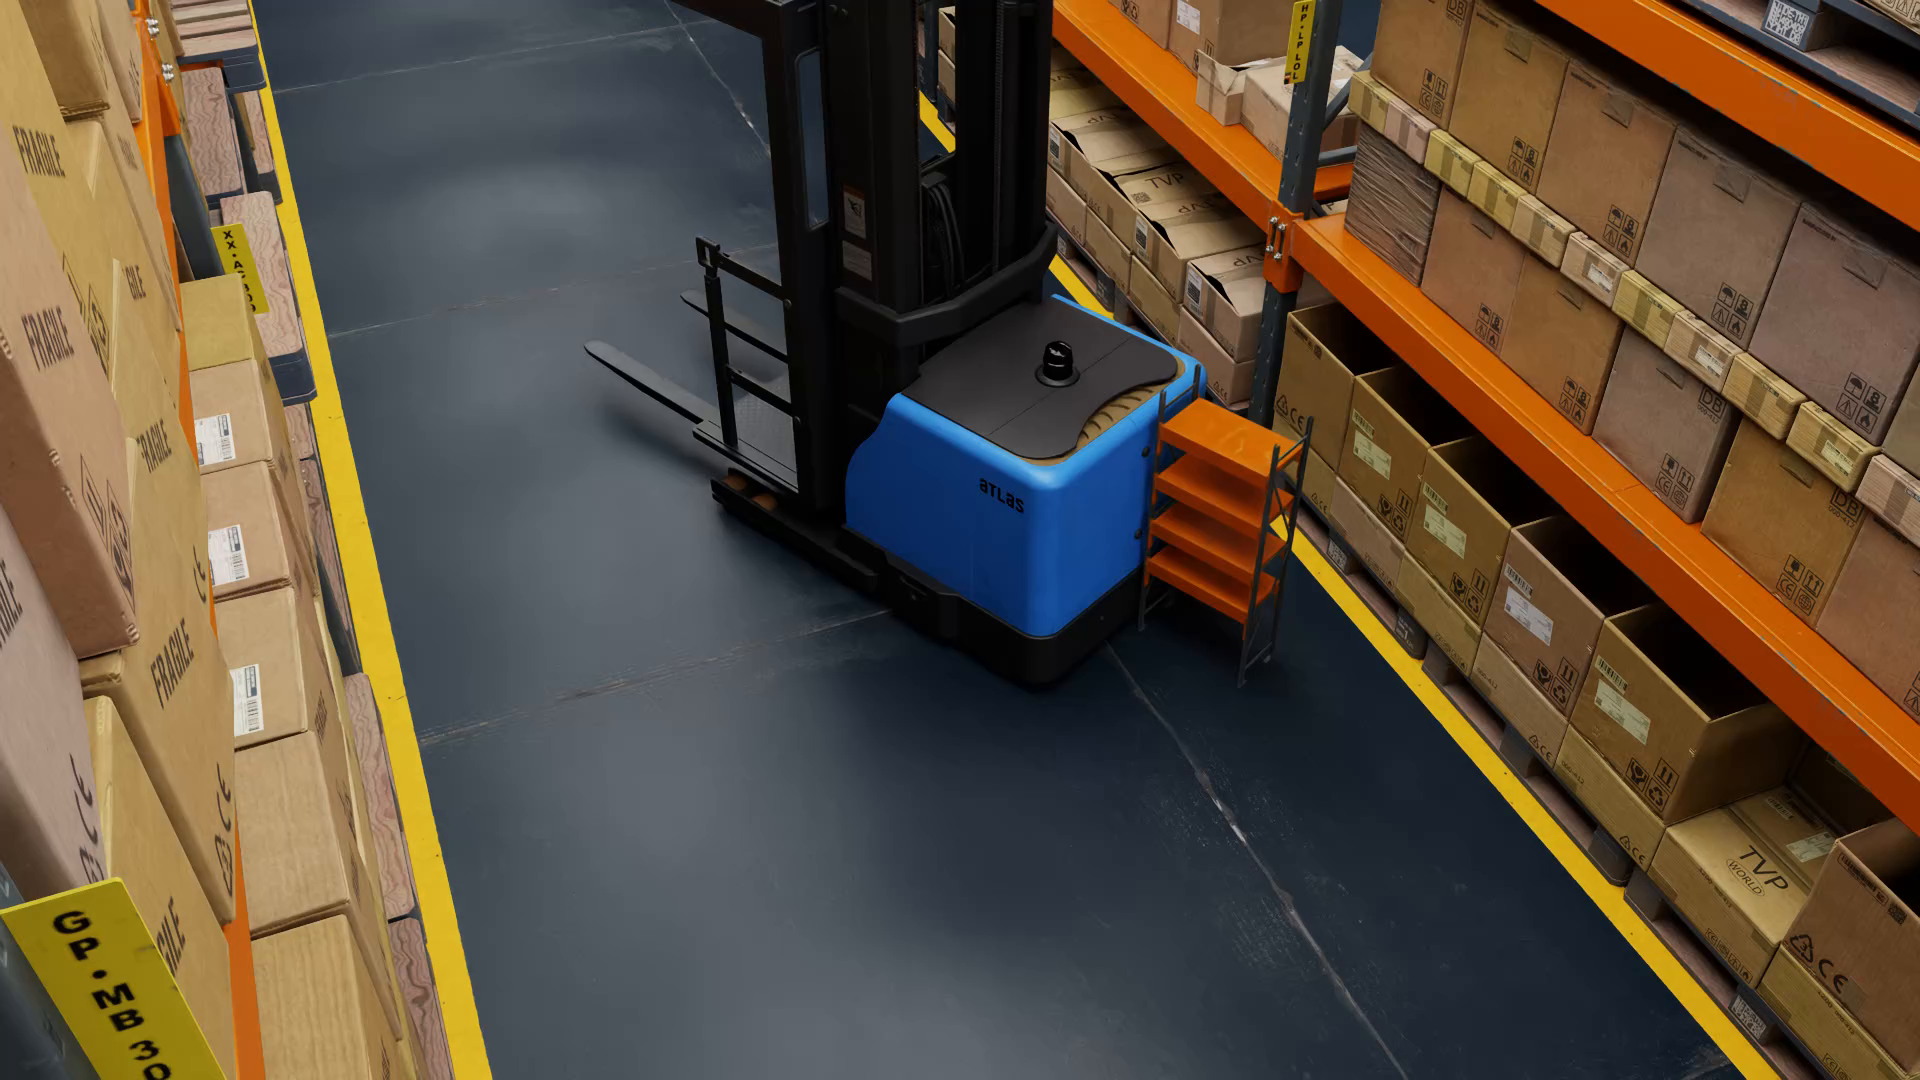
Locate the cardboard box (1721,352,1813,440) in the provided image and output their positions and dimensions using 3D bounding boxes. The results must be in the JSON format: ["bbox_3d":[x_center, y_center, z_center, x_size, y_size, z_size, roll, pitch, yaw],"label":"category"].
[{"bbox_3d":[2.502,-0.460,4.910,0.380,0.149,0.250,-14,43,-16],"label":"cardboard box"}]

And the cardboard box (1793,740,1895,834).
[{"bbox_3d":[3.129,0.706,5.340,0.500,0.500,0.500,-15,43,-17],"label":"cardboard box"}]

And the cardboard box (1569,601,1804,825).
[{"bbox_3d":[2.445,0.537,5.536,0.500,0.500,0.500,-15,43,-17],"label":"cardboard box"}]

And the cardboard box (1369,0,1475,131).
[{"bbox_3d":[1.967,-1.888,6.073,0.700,0.500,0.500,-15,43,-17],"label":"cardboard box"}]

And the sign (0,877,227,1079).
[{"bbox_3d":[-0.753,0.420,1.490,0.100,0.325,0.005,-15,43,-17],"label":"sign"}]

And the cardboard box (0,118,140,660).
[{"bbox_3d":[-1.322,-0.145,1.959,0.500,0.500,0.500,-16,43,-17],"label":"cardboard box"}]

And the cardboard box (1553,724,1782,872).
[{"bbox_3d":[2.448,0.821,5.781,0.500,0.250,0.500,-15,43,-17],"label":"cardboard box"}]

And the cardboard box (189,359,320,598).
[{"bbox_3d":[-2.122,-0.114,4.606,0.500,0.500,0.500,-15,43,-17],"label":"cardboard box"}]

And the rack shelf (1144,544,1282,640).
[{"bbox_3d":[0.994,0.167,6.543,0.480,0.148,0.258,30,49,30],"label":"rack shelf"}]

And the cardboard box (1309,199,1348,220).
[{"bbox_3d":[1.676,-1.567,8.128,0.500,0.311,0.500,-16,43,-17],"label":"cardboard box"}]

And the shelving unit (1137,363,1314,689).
[{"bbox_3d":[0.994,-0.034,6.370,0.503,1.200,0.258,30,49,30],"label":"shelving unit"}]

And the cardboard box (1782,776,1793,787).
[{"bbox_3d":[2.936,0.689,5.935,0.500,0.250,0.500,-15,43,-17],"label":"cardboard box"}]

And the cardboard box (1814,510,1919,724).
[{"bbox_3d":[2.949,0.149,4.700,0.700,0.500,0.500,-14,43,-16],"label":"cardboard box"}]

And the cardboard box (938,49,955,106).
[{"bbox_3d":[0.190,-2.761,9.947,0.500,0.250,0.500,-15,43,-17],"label":"cardboard box"}]

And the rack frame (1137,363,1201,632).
[{"bbox_3d":[0.811,-0.139,6.492,0.015,1.200,0.240,30,49,30],"label":"rack frame"}]

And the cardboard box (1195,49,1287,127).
[{"bbox_3d":[1.285,-2.056,7.444,0.396,0.266,0.258,-16,43,-18],"label":"cardboard box"}]

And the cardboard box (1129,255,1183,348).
[{"bbox_3d":[1.173,-1.223,8.158,0.500,0.250,0.500,-16,43,-18],"label":"cardboard box"}]

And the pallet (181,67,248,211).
[{"bbox_3d":[-3.520,-1.540,6.887,1.003,0.211,1.213,-15,43,-17],"label":"pallet"}]

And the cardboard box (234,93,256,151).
[{"bbox_3d":[-4.475,-2.615,9.317,0.750,0.750,0.750,-16,43,-17],"label":"cardboard box"}]

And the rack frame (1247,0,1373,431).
[{"bbox_3d":[1.791,-1.624,6.837,1.000,3.000,0.127,-15,43,-17],"label":"rack frame"}]

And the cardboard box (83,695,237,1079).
[{"bbox_3d":[-1.151,0.577,1.885,0.500,0.500,0.500,-14,43,-16],"label":"cardboard box"}]

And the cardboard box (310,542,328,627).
[{"bbox_3d":[-2.140,0.176,4.845,0.500,0.250,0.500,-15,43,-17],"label":"cardboard box"}]

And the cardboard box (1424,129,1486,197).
[{"bbox_3d":[1.911,-1.391,5.993,0.380,0.149,0.250,-16,43,-18],"label":"cardboard box"}]

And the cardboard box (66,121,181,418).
[{"bbox_3d":[-1.750,-0.384,3.004,0.500,0.500,0.500,-13,42,-14],"label":"cardboard box"}]

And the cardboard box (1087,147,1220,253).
[{"bbox_3d":[0.977,-1.738,8.328,0.500,0.311,0.500,-15,43,-17],"label":"cardboard box"}]

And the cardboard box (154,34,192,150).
[{"bbox_3d":[-3.436,-1.633,6.434,0.700,0.500,0.500,-10,42,-11],"label":"cardboard box"}]

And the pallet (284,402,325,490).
[{"bbox_3d":[-3.554,-0.533,7.708,1.003,0.211,1.213,-15,43,-17],"label":"pallet"}]

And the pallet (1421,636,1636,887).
[{"bbox_3d":[2.527,0.659,6.321,1.003,0.211,1.213,-15,43,-17],"label":"pallet"}]

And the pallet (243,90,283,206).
[{"bbox_3d":[-4.547,-2.231,9.683,1.003,0.211,1.213,-15,43,-17],"label":"pallet"}]

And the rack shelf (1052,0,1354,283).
[{"bbox_3d":[1.026,-2.556,8.473,1.077,0.370,4.000,-15,43,-17],"label":"rack shelf"}]

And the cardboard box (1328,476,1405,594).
[{"bbox_3d":[1.875,-0.083,6.832,0.500,0.250,0.500,-15,43,-17],"label":"cardboard box"}]

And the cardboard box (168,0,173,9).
[{"bbox_3d":[-4.126,-2.719,7.697,0.700,0.500,0.500,-20,45,-22],"label":"cardboard box"}]

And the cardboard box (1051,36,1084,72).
[{"bbox_3d":[0.398,-2.659,9.399,0.500,0.311,0.500,-16,43,-18],"label":"cardboard box"}]

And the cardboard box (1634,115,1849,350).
[{"bbox_3d":[2.543,-0.981,5.018,0.700,0.500,0.500,-15,43,-17],"label":"cardboard box"}]

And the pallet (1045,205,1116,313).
[{"bbox_3d":[1.002,-1.736,9.107,1.003,0.211,1.213,-15,43,-17],"label":"pallet"}]

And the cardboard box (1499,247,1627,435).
[{"bbox_3d":[2.363,-0.776,5.776,0.700,0.500,0.500,-14,43,-16],"label":"cardboard box"}]

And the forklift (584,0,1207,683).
[{"bbox_3d":[-0.463,-1.382,6.609,3.031,2.935,1.130,30,49,30],"label":"forklift"}]

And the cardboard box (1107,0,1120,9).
[{"bbox_3d":[0.918,-3.064,8.436,0.500,0.500,0.500,-17,44,-19],"label":"cardboard box"}]

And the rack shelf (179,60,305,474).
[{"bbox_3d":[-3.550,-1.317,7.033,1.077,0.370,4.000,-15,43,-17],"label":"rack shelf"}]

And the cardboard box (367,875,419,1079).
[{"bbox_3d":[-1.549,1.083,3.790,0.500,0.250,0.500,-16,43,-18],"label":"cardboard box"}]

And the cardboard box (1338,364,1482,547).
[{"bbox_3d":[1.878,-0.368,6.589,0.500,0.500,0.500,-15,43,-17],"label":"cardboard box"}]

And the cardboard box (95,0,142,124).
[{"bbox_3d":[-2.362,-1.324,4.097,0.500,0.500,0.500,-14,43,-16],"label":"cardboard box"}]

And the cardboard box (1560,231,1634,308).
[{"bbox_3d":[2.212,-0.922,5.447,0.380,0.149,0.250,-16,43,-18],"label":"cardboard box"}]

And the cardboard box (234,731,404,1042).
[{"bbox_3d":[-1.531,0.813,3.528,0.500,0.500,0.500,-16,43,-18],"label":"cardboard box"}]
